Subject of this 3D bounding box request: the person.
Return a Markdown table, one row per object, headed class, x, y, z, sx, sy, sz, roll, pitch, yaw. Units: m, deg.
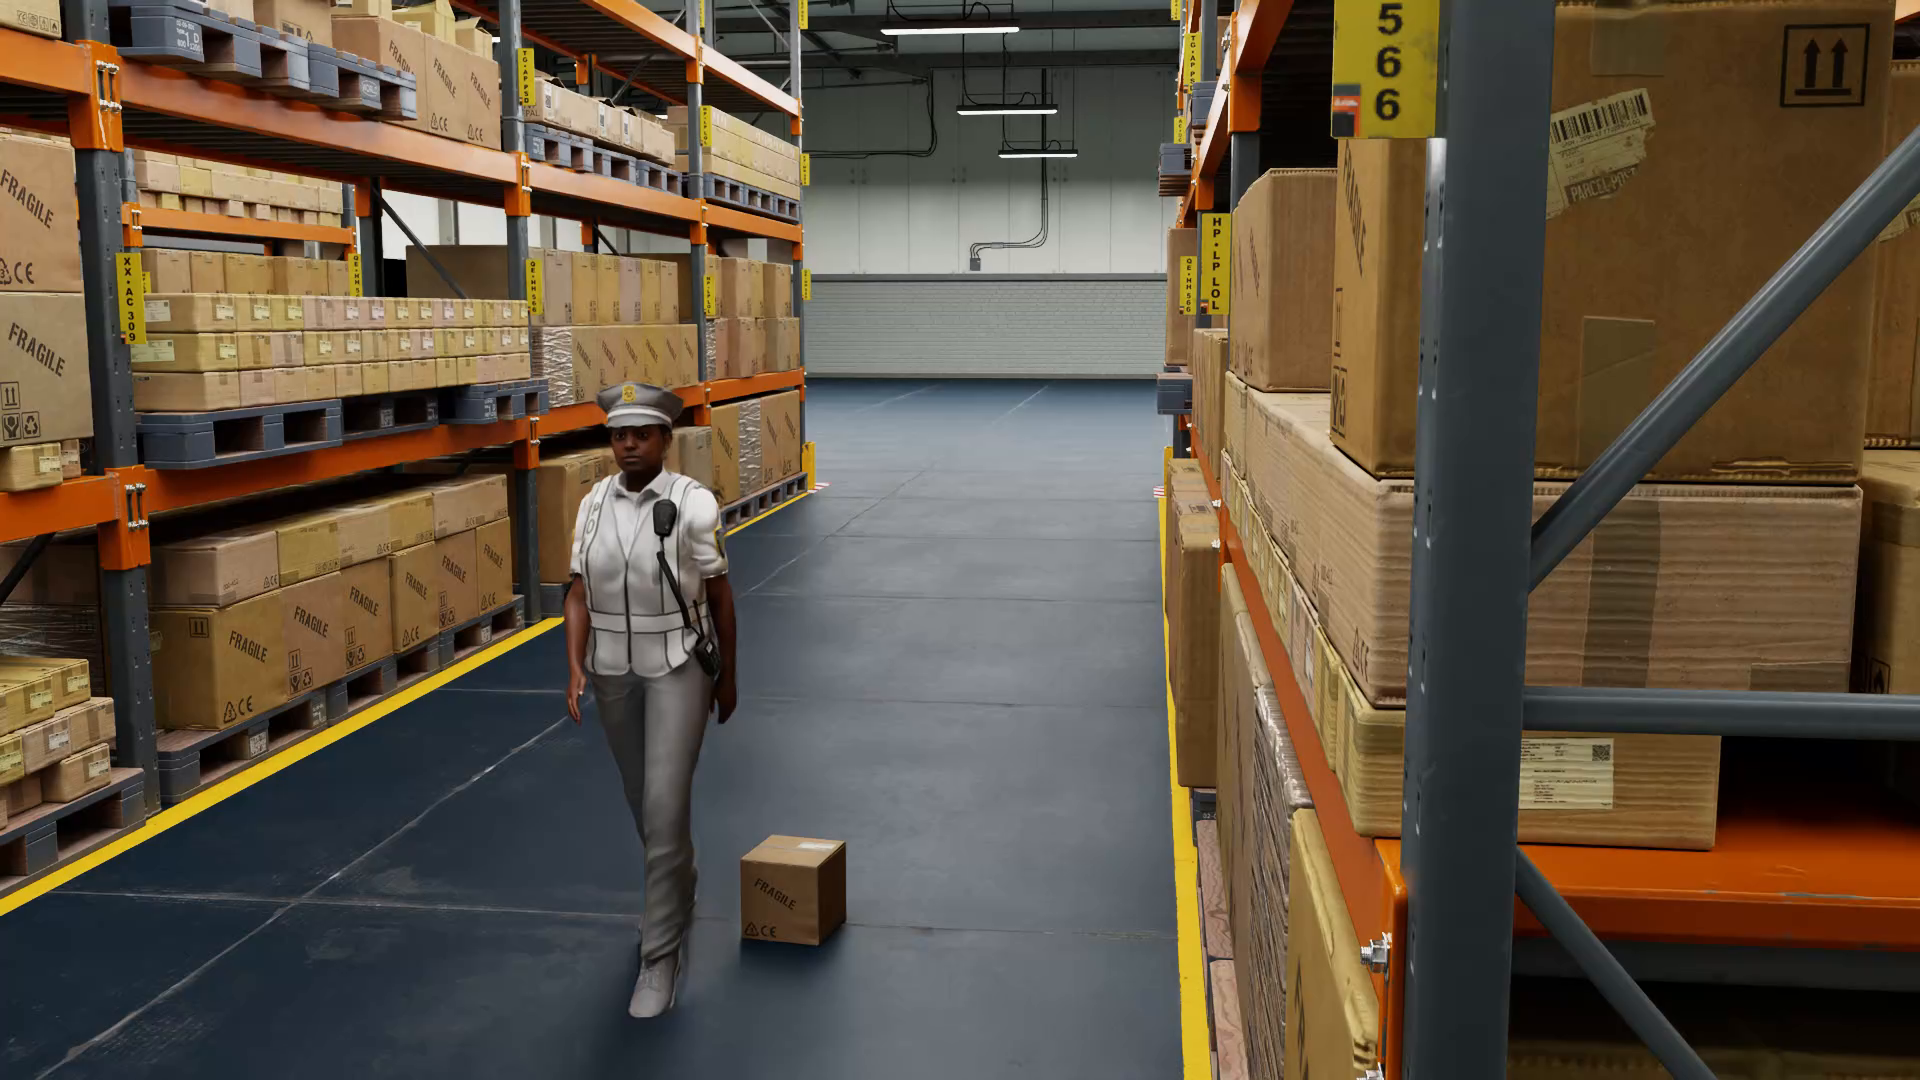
| class | x | y | z | sx | sy | sz | roll | pitch | yaw |
| --- | --- | --- | --- | --- | --- | --- | --- | --- | --- |
| person | -0.896 | 0.415 | 4.749 | 0.447 | 1.735 | 0.745 | 2 | 8 | 14 |
